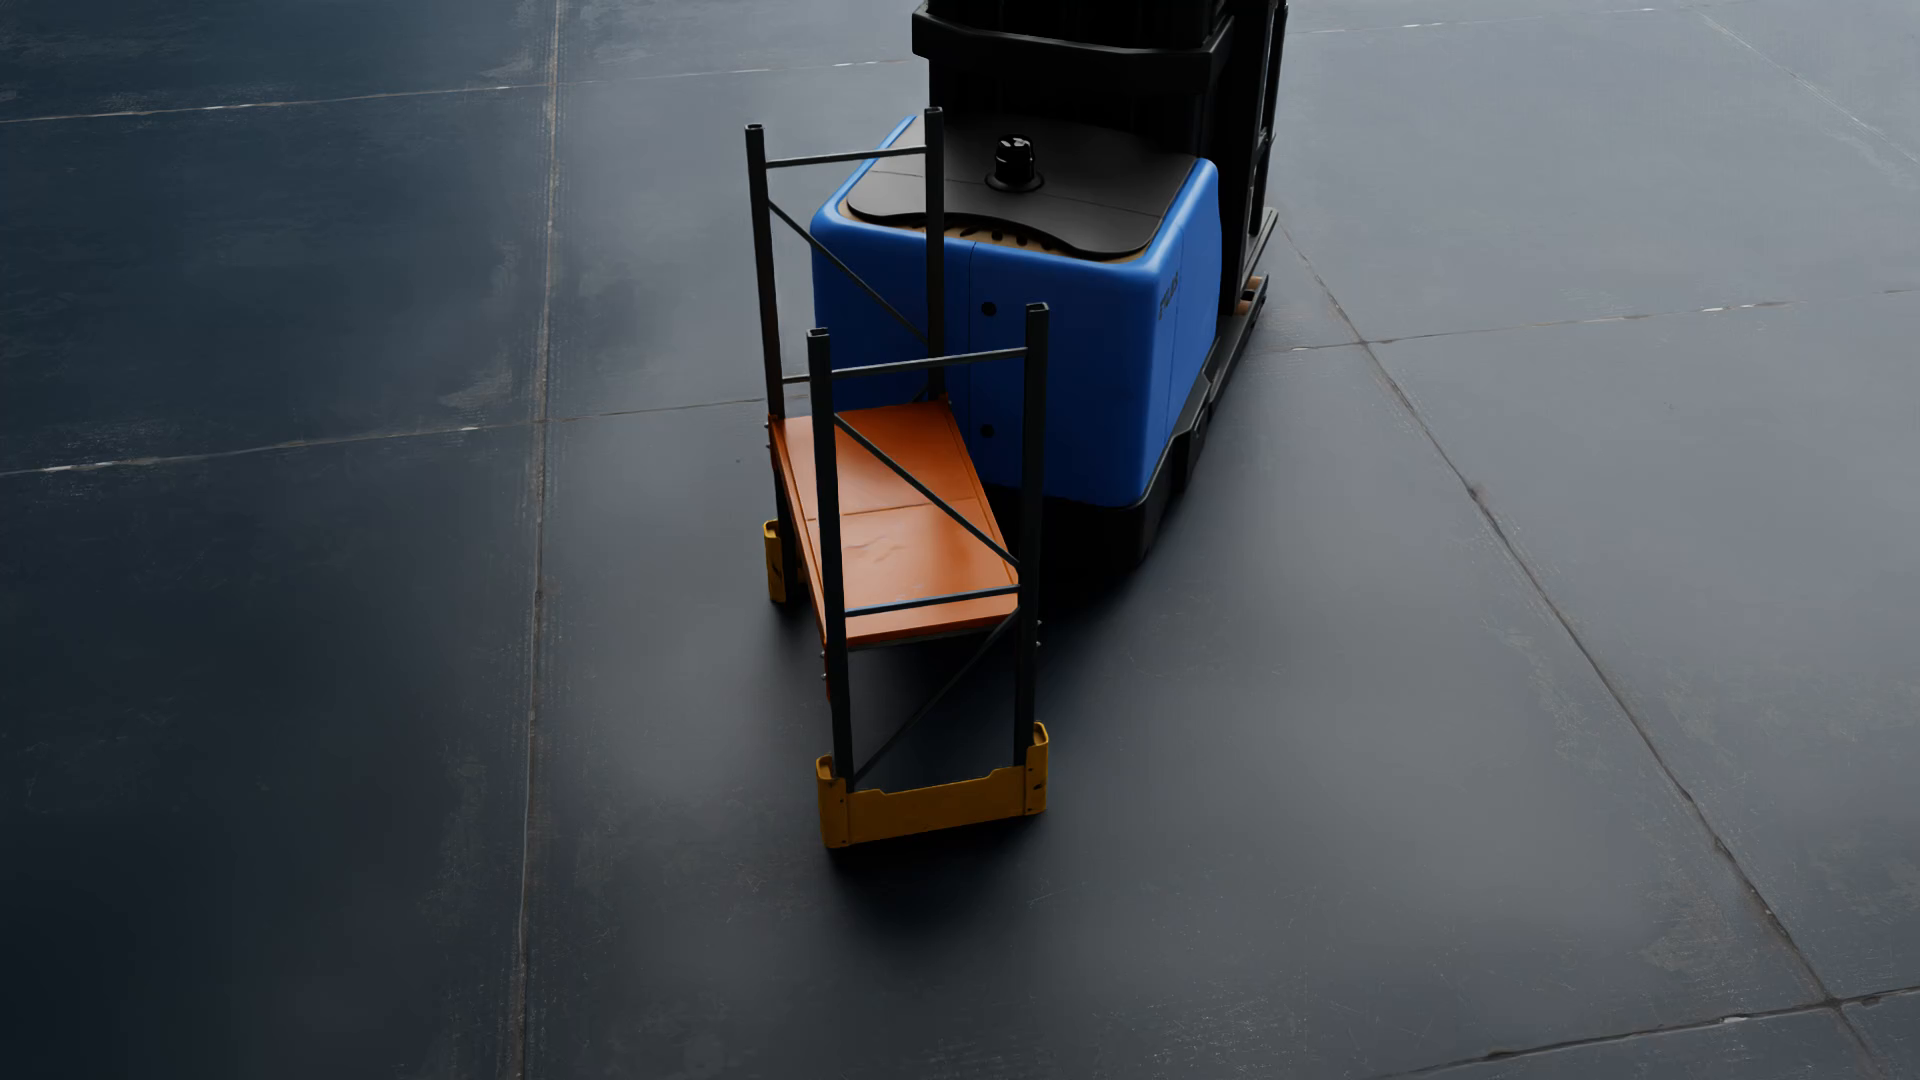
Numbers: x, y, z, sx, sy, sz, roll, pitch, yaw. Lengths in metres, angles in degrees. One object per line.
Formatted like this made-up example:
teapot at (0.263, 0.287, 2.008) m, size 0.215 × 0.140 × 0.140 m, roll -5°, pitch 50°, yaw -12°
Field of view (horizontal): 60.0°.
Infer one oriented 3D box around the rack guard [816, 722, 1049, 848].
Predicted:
rack guard at (-0.067, 0.625, 4.241) m, size 0.587 × 0.250 × 0.087 m, roll -8°, pitch 39°, yaw -10°

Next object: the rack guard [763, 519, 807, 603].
rack guard at (-0.289, 0.030, 5.008) m, size 0.587 × 0.250 × 0.087 m, roll -8°, pitch 39°, yaw -10°

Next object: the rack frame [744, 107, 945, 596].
rack frame at (-0.289, -0.465, 4.626) m, size 0.500 × 1.500 × 0.032 m, roll -8°, pitch 39°, yaw -10°

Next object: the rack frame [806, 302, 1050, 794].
rack frame at (-0.063, 0.143, 3.843) m, size 0.500 × 1.500 × 0.032 m, roll -8°, pitch 39°, yaw -10°

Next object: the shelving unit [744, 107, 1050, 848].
shelving unit at (-0.178, -0.166, 4.241) m, size 0.587 × 1.500 × 1.083 m, roll -8°, pitch 39°, yaw -10°

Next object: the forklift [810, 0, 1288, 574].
forklift at (0.532, -1.961, 5.386) m, size 1.130 × 2.935 × 3.031 m, roll 12°, pitch 40°, yaw 15°

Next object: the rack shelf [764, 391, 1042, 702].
rack shelf at (-0.176, -0.019, 4.345) m, size 0.538 × 0.185 × 1.000 m, roll -8°, pitch 39°, yaw -10°
